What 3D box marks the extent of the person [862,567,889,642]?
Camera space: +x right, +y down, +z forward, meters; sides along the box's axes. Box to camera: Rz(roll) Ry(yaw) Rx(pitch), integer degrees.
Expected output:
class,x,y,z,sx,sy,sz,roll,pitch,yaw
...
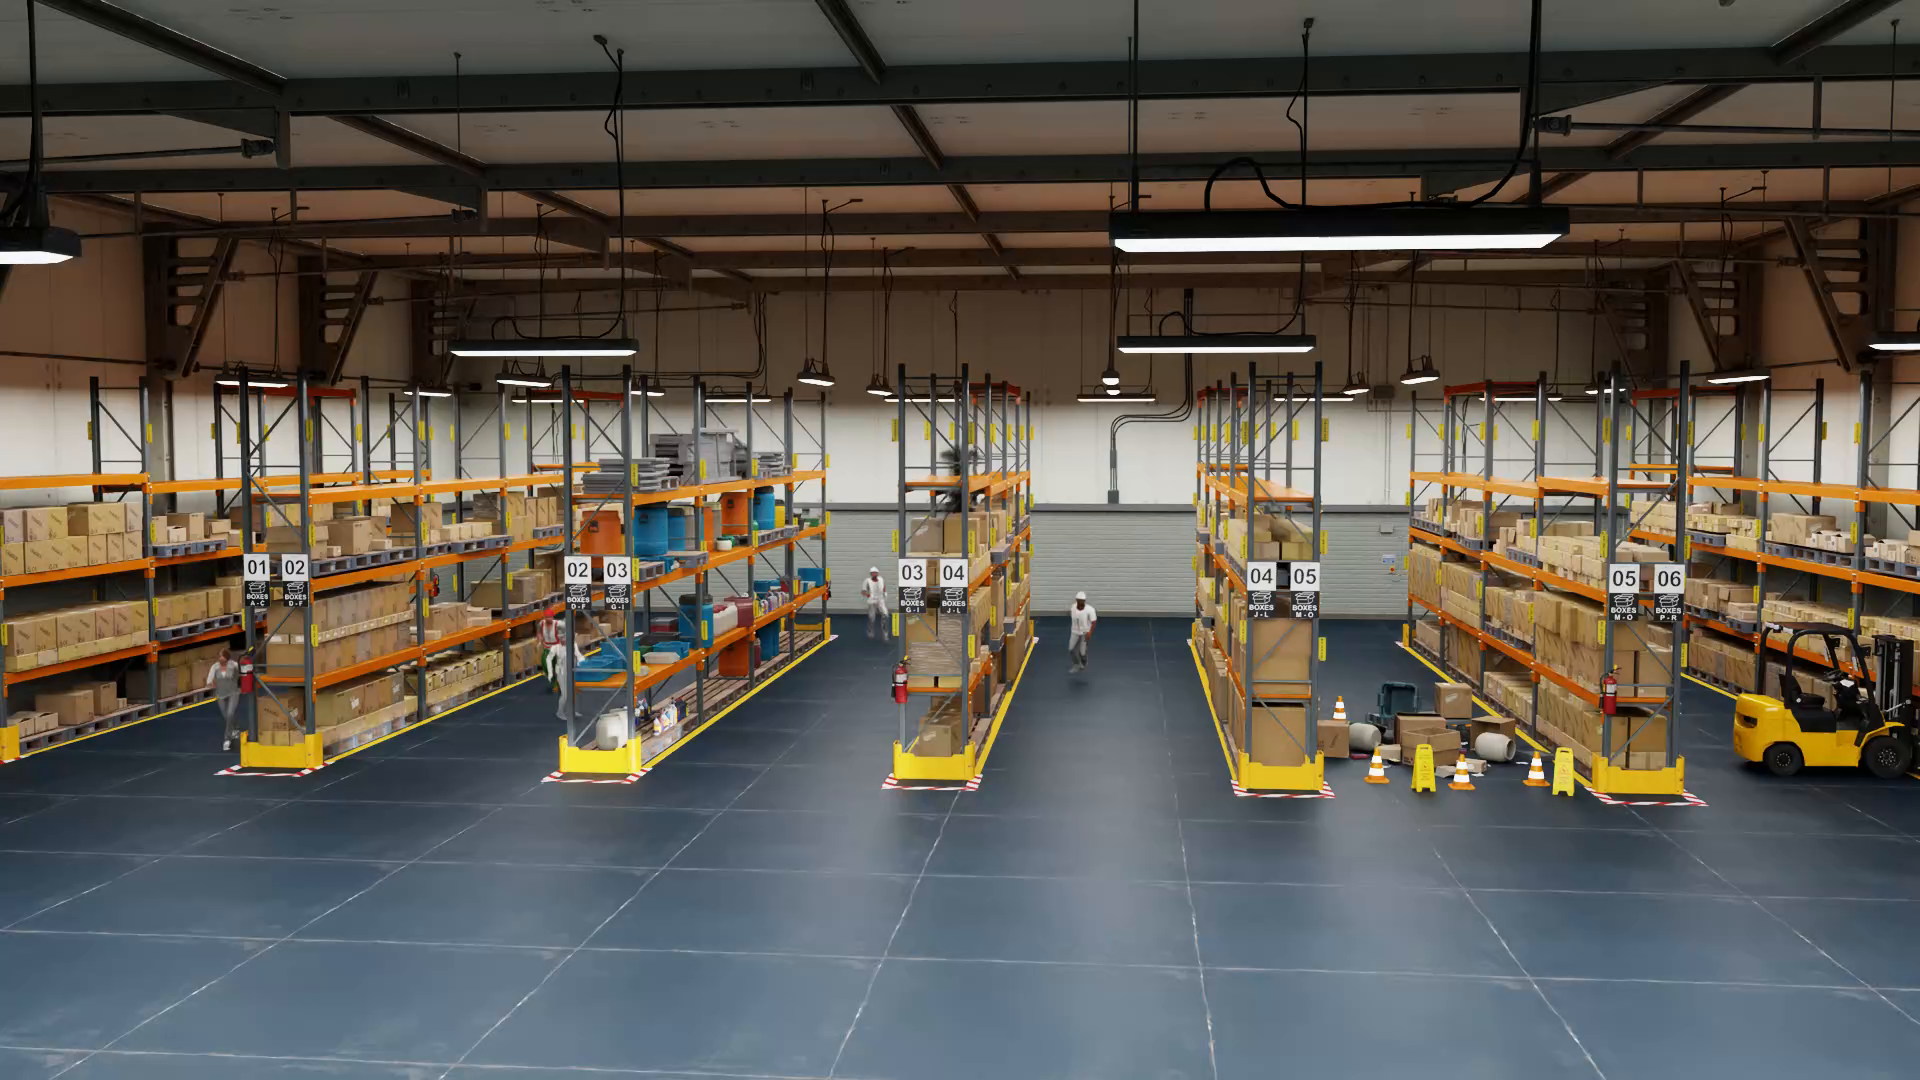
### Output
class,x,y,z,sx,sy,sz,roll,pitch,yaw
person,-2.044,1.550,40.100,0.685,1.817,0.761,-2,4,-22

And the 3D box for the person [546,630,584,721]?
class,x,y,z,sx,sy,sz,roll,pitch,yaw
person,-6.857,2.364,29.090,0.604,1.629,0.747,-3,5,-38

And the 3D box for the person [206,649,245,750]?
class,x,y,z,sx,sy,sz,roll,pitch,yaw
person,-11.700,2.508,26.584,0.533,1.568,0.916,0,4,-7

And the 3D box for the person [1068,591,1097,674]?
class,x,y,z,sx,sy,sz,roll,pitch,yaw
person,2.439,1.834,33.073,0.641,1.655,0.777,1,4,22

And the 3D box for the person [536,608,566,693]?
class,x,y,z,sx,sy,sz,roll,pitch,yaw
person,-7.872,2.127,32.318,0.653,1.671,1.020,0,4,6
